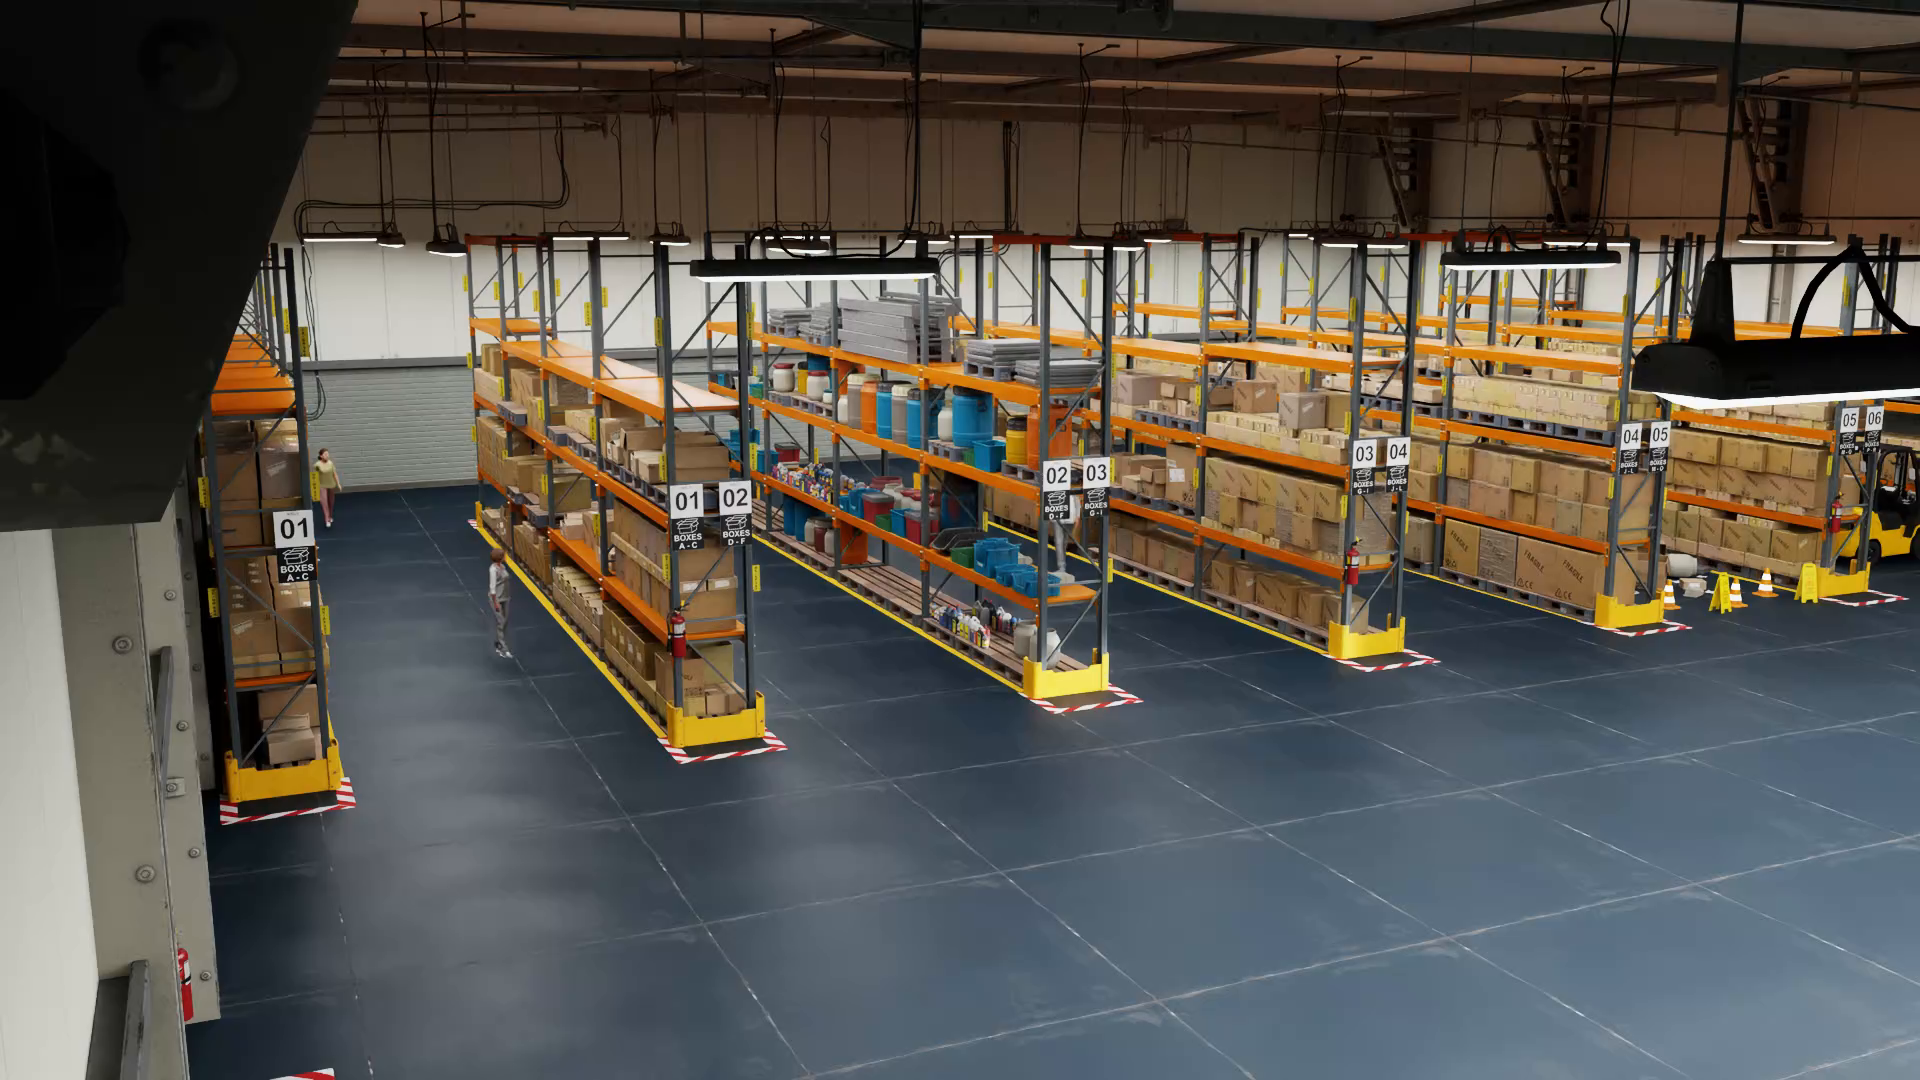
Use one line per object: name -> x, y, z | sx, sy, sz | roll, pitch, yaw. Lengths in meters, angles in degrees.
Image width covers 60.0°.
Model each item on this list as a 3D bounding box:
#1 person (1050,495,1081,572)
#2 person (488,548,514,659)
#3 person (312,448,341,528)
person -> 1.817, -0.328, 28.619 | 0.523, 1.719, 1.020 | -2, 11, -12
person -> -6.677, 0.911, 24.354 | 0.501, 1.616, 0.442 | 4, 12, 21
person -> -13.101, -1.095, 34.425 | 0.511, 1.608, 1.049 | -7, 13, -31
